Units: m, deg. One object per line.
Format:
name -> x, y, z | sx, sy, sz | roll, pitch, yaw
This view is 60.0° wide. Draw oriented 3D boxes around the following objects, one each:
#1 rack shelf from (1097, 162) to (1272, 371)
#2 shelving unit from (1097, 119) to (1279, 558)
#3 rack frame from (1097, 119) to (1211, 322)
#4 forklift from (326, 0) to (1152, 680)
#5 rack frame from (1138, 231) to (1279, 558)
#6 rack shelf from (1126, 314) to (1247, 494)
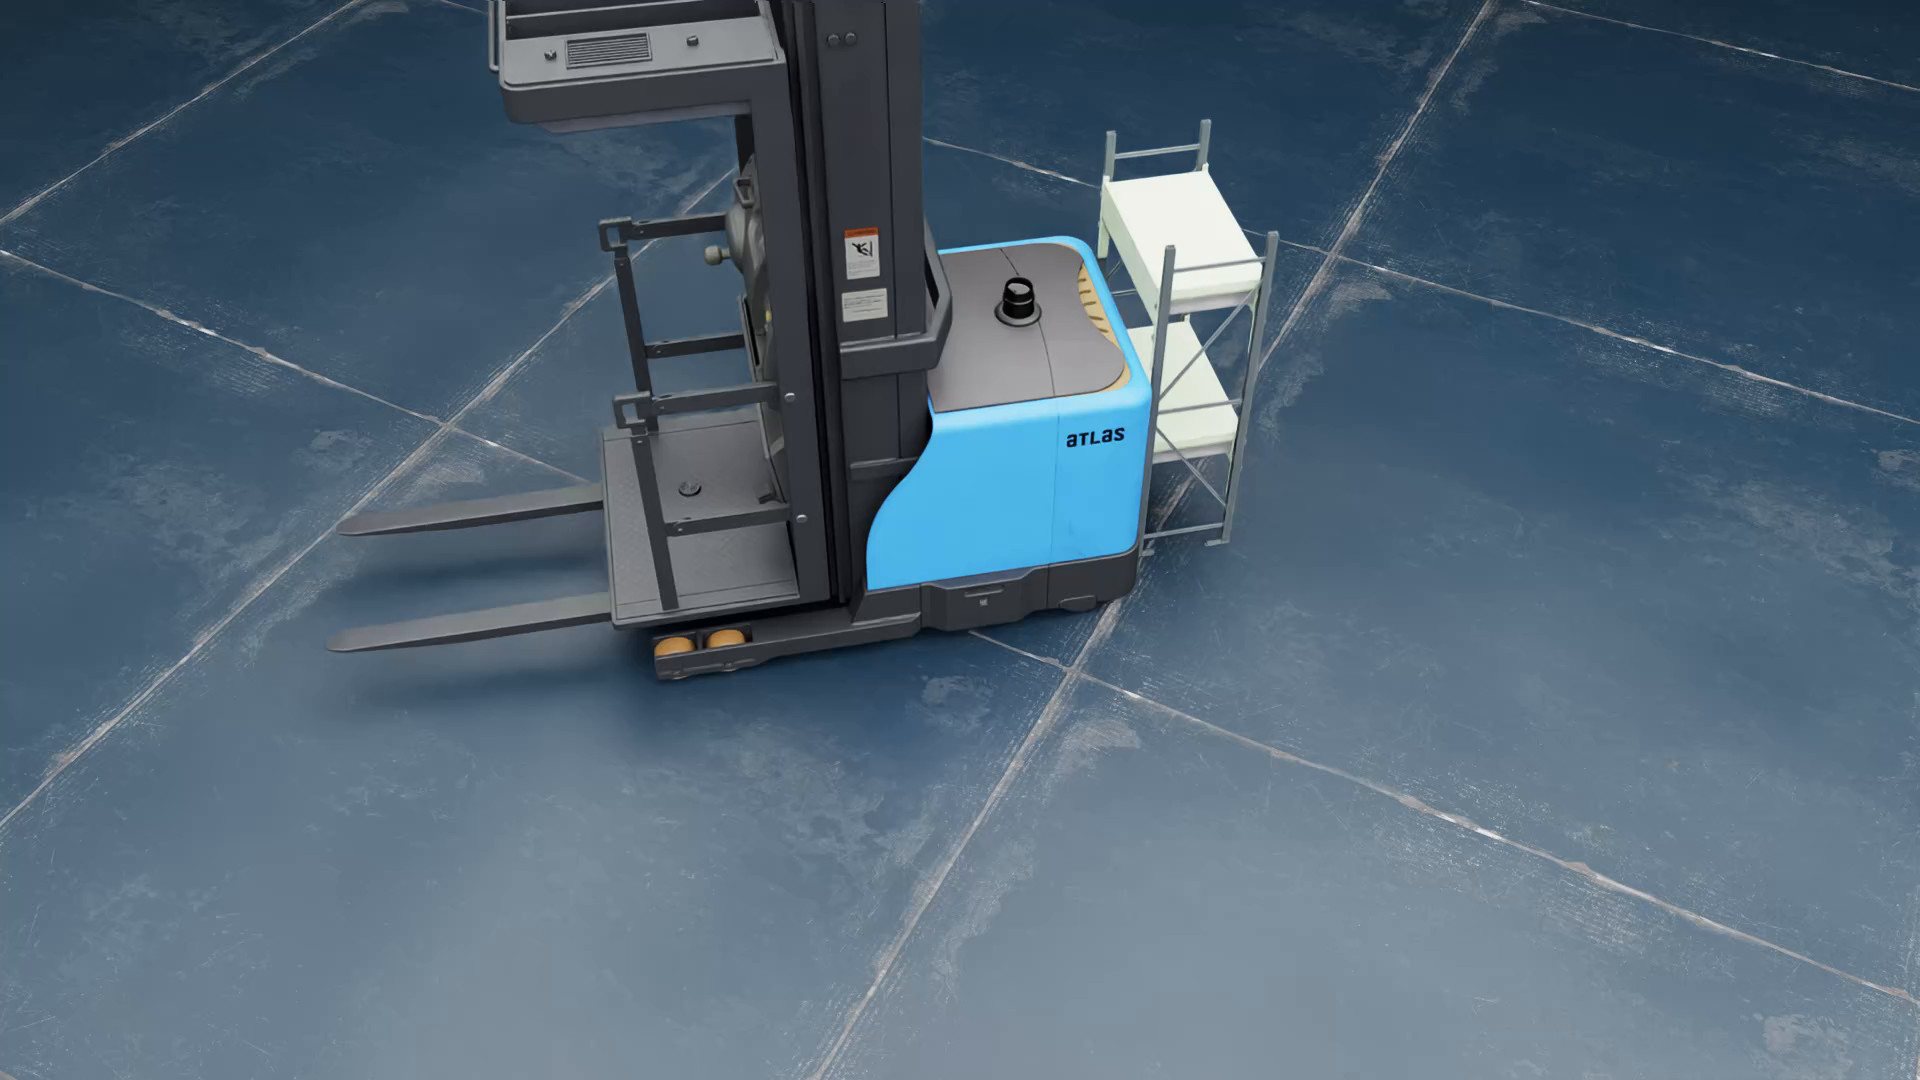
rack shelf -> 0.814, -1.021, 6.156 | 0.431, 0.370, 0.720 | -9, 46, -9
shelving unit -> 0.814, -0.747, 6.433 | 0.431, 1.500, 0.755 | -9, 46, -9
rack frame -> 0.736, -1.001, 6.685 | 0.400, 1.500, 0.023 | -9, 46, -9
forklift -> -0.884, -0.920, 5.598 | 3.031, 2.935, 1.130 | -8, 46, -8
rack frame -> 0.891, -0.492, 6.182 | 0.400, 1.500, 0.023 | -9, 46, -9
rack shelf -> 0.814, -0.517, 6.665 | 0.431, 0.370, 0.720 | -9, 46, -9
